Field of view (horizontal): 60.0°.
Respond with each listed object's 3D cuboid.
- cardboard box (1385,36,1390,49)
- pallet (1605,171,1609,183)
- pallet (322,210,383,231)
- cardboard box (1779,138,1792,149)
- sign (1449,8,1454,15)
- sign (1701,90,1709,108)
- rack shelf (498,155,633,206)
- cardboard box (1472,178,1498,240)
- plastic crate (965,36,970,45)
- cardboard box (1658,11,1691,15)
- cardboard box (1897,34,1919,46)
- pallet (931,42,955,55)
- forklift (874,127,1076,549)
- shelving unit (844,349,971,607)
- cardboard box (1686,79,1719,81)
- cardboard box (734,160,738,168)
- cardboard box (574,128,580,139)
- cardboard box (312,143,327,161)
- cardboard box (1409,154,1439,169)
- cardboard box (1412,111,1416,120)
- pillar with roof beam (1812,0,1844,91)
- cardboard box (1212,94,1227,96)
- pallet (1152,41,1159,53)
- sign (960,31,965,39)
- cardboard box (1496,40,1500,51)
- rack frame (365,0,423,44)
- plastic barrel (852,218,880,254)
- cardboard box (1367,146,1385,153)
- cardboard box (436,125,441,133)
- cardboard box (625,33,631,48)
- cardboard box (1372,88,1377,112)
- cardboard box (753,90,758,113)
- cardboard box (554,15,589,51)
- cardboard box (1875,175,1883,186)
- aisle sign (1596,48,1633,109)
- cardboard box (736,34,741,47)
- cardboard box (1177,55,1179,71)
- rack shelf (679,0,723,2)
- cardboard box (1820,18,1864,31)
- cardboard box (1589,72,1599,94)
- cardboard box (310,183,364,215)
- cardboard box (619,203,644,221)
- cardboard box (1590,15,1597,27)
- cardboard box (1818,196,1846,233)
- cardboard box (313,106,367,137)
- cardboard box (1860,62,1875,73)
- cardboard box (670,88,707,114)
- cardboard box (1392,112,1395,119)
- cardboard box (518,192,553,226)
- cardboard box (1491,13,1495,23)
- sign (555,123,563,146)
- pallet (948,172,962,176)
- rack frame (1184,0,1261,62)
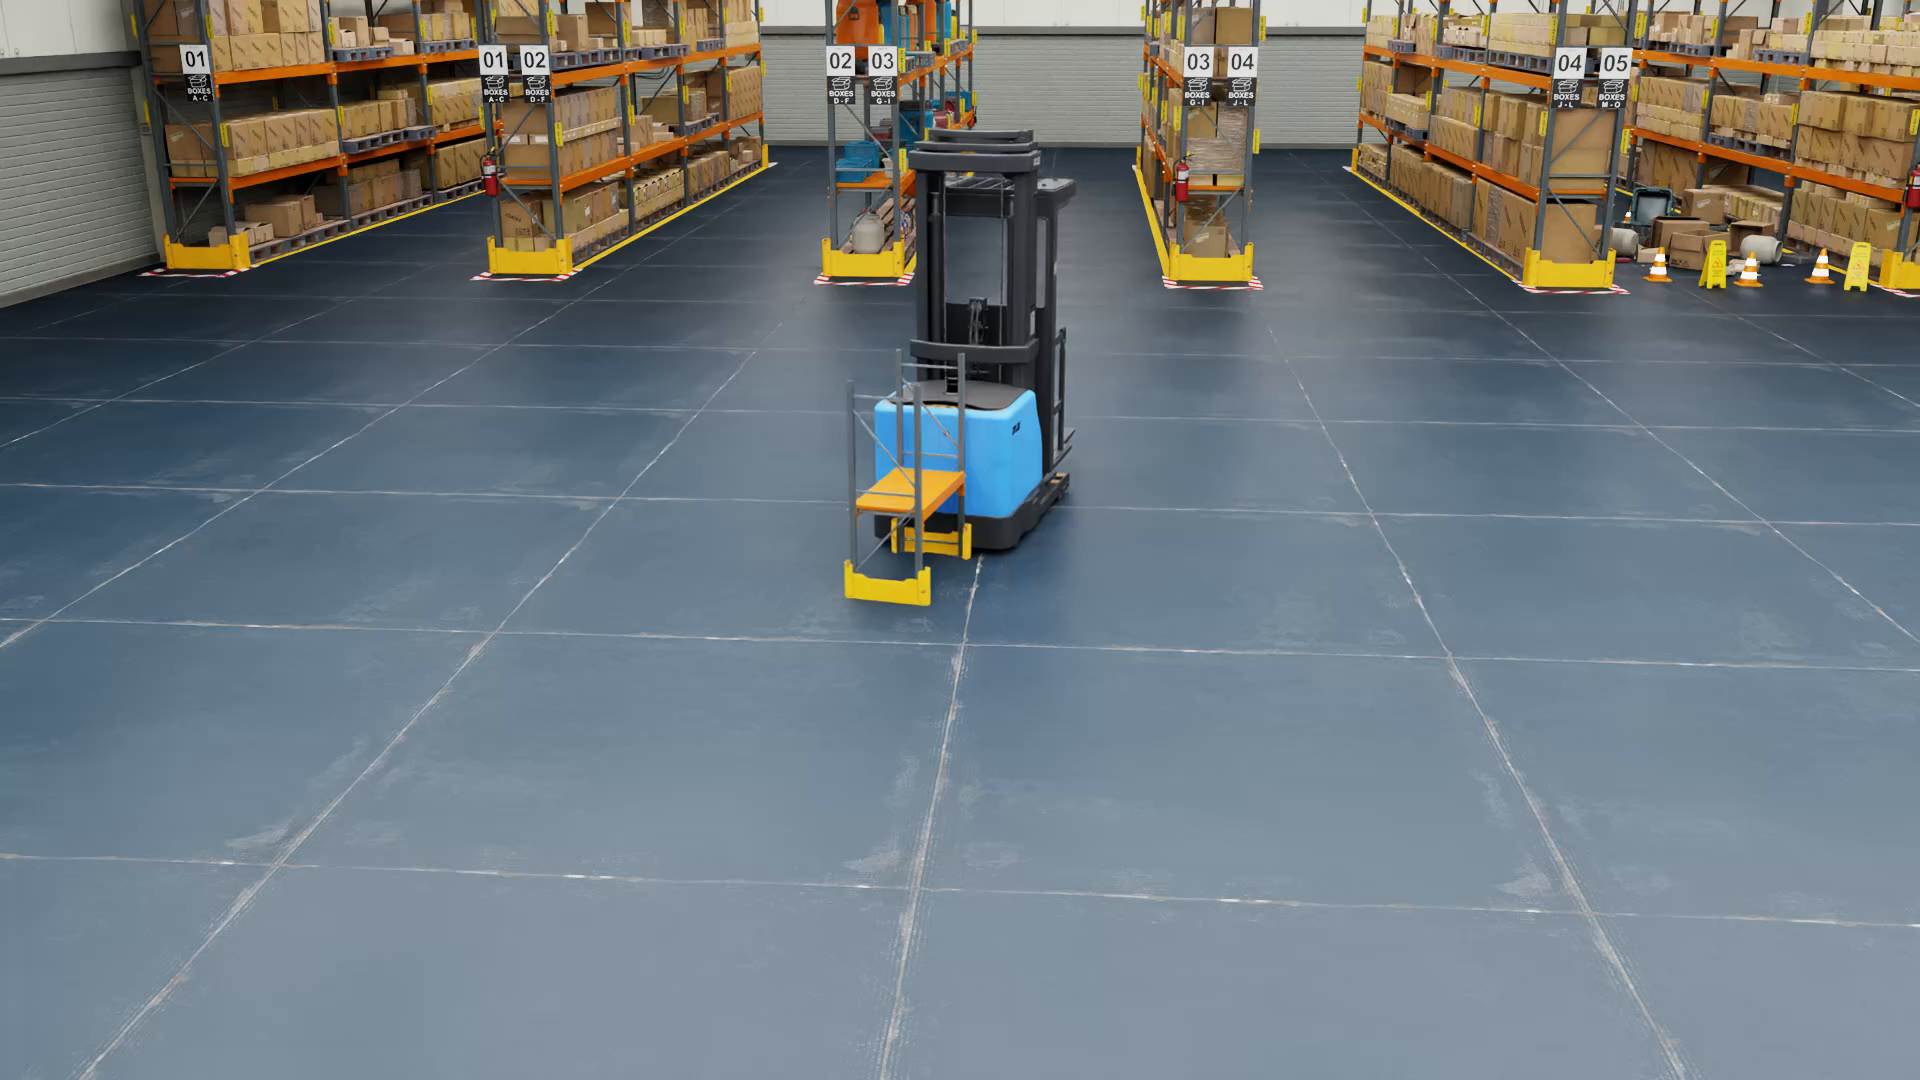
[{"bbox_3d":[9.193,-10.406,34.786,0.500,0.250,0.500,1,18,4],"label":"cardboard box"},{"bbox_3d":[14.542,-7.949,36.342,1.003,0.211,1.213,1,18,4],"label":"pallet"},{"bbox_3d":[-10.901,-5.644,29.310,1.003,0.211,1.213,1,18,4],"label":"pallet"},{"bbox_3d":[13.513,-6.421,26.930,0.380,0.149,0.250,2,18,5],"label":"cardboard box"},{"bbox_3d":[9.934,-10.585,33.631,0.100,0.325,0.005,1,18,4],"label":"sign"},{"bbox_3d":[13.484,-7.979,30.096,0.100,0.325,0.005,1,18,4],"label":"sign"},{"bbox_3d":[-6.157,-5.655,26.020,1.077,0.370,4.000,1,18,4],"label":"rack shelf"},{"bbox_3d":[8.692,-5.250,26.365,0.875,0.875,0.875,2,18,5],"label":"cardboard box"},{"bbox_3d":[0.001,-11.245,37.448,0.450,0.188,0.336,1,18,4],"label":"plastic crate"},{"bbox_3d":[14.576,-10.557,34.012,0.500,0.500,0.500,2,18,5],"label":"cardboard box"},{"bbox_3d":[13.321,-6.966,23.169,0.380,0.149,0.250,1,18,4],"label":"cardboard box"},{"bbox_3d":[-0.634,-9.320,31.535,1.003,0.211,1.213,1,18,4],"label":"pallet"},{"bbox_3d":[0.268,-1.746,13.044,1.130,2.935,3.031,5,19,15],"label":"forklift"},{"bbox_3d":[-0.349,-0.454,11.401,0.587,1.500,1.083,5,19,15],"label":"shelving unit"},{"bbox_3d":[14.458,-8.720,32.451,0.500,0.500,0.500,2,18,6],"label":"cardboard box"},{"bbox_3d":[-5.142,-8.360,36.963,0.380,0.166,0.250,1,18,4],"label":"cardboard box"},{"bbox_3d":[-5.985,-6.169,25.231,0.380,0.149,0.250,1,18,2],"label":"cardboard box"},{"bbox_3d":[-10.731,-6.357,27.216,0.500,0.250,0.500,1,18,4],"label":"cardboard box"},{"bbox_3d":[8.906,-7.240,31.835,0.500,0.250,0.500,2,18,5],"label":"cardboard box"},{"bbox_3d":[8.692,-7.964,31.163,0.380,0.149,0.250,2,18,6],"label":"cardboard box"},{"bbox_3d":[16.361,-13.556,39.343,9.100,9.000,0.400,1,18,4],"label":"pillar with roof beam"},{"bbox_3d":[3.998,-6.448,25.041,0.500,0.500,0.500,1,18,4],"label":"cardboard box"},{"bbox_3d":[4.224,-9.522,32.153,1.003,0.211,1.213,2,18,6],"label":"pallet"},{"bbox_3d":[0.049,-10.408,34.537,0.100,0.325,0.005,1,18,4],"label":"sign"},{"bbox_3d":[8.406,-7.544,25.379,0.380,0.149,0.250,1,18,4],"label":"cardboard box"},{"bbox_3d":[-10.668,-10.821,30.995,1.000,3.000,0.127,1,18,4],"label":"rack frame"},{"bbox_3d":[-1.389,-4.488,24.622,0.421,0.512,0.421,0,18,0],"label":"plastic barrel"},{"bbox_3d":[9.310,-8.711,37.138,0.380,0.149,0.250,0,18,1],"label":"cardboard box"},{"bbox_3d":[-10.387,-8.035,32.499,0.380,0.149,0.250,2,18,5],"label":"cardboard box"},{"bbox_3d":[-5.923,-8.534,28.399,0.500,0.250,0.500,0,18,-1],"label":"cardboard box"},{"bbox_3d":[9.268,-9.559,36.141,0.500,0.500,0.500,1,18,2],"label":"cardboard box"},{"bbox_3d":[-4.948,-10.086,38.227,0.500,0.500,0.500,1,18,4],"label":"cardboard box"},{"bbox_3d":[-5.909,-7.625,24.998,0.500,0.500,0.500,1,18,4],"label":"cardboard box"},{"bbox_3d":[13.225,-5.094,23.556,0.380,0.149,0.250,1,18,3],"label":"cardboard box"},{"bbox_3d":[8.814,-6.218,22.408,0.394,0.787,0.004,1,18,4],"label":"aisle sign"},{"bbox_3d":[-5.081,-10.913,36.334,0.500,0.250,0.500,1,18,4],"label":"cardboard box"},{"bbox_3d":[3.439,-6.977,24.323,0.500,0.250,0.500,2,18,5],"label":"cardboard box"},{"bbox_3d":[-5.584,-10.801,32.731,1.077,0.370,4.000,1,18,4],"label":"rack shelf"},{"bbox_3d":[14.219,-8.294,26.863,0.500,0.250,0.500,1,18,3],"label":"cardboard box"},{"bbox_3d":[14.263,-10.121,36.727,0.500,0.500,0.500,1,18,2],"label":"cardboard box"},{"bbox_3d":[-10.919,-5.978,29.157,0.700,0.500,0.500,2,18,6],"label":"cardboard box"},{"bbox_3d":[-5.738,-5.631,28.532,0.500,0.250,0.500,1,18,3],"label":"cardboard box"},{"bbox_3d":[8.880,-7.118,22.799,0.380,0.149,0.250,1,18,4],"label":"cardboard box"},{"bbox_3d":[13.374,-4.919,25.156,0.500,0.500,0.500,2,18,7],"label":"cardboard box"},{"bbox_3d":[-10.837,-7.315,29.063,0.700,0.500,0.500,3,18,10],"label":"cardboard box"},{"bbox_3d":[13.277,-6.833,24.047,0.380,0.149,0.250,1,18,3],"label":"cardboard box"},{"bbox_3d":[-5.697,-9.208,34.871,0.700,0.500,0.500,-5,19,-15],"label":"cardboard box"},{"bbox_3d":[8.838,-8.465,33.168,0.380,0.149,0.250,1,18,4],"label":"cardboard box"},{"bbox_3d":[-6.502,-5.109,25.735,0.500,0.500,0.500,1,18,4],"label":"cardboard box"},{"bbox_3d":[8.442,-8.080,25.736,0.380,0.149,0.250,1,18,4],"label":"cardboard box"},{"bbox_3d":[-5.747,-5.811,23.821,0.100,0.325,0.005,1,18,4],"label":"sign"},{"bbox_3d":[-0.486,-7.895,36.179,1.003,0.211,1.213,1,18,4],"label":"pallet"},{"bbox_3d":[3.580,-8.004,22.400,1.000,3.000,0.127,1,18,4],"label":"rack frame"}]
